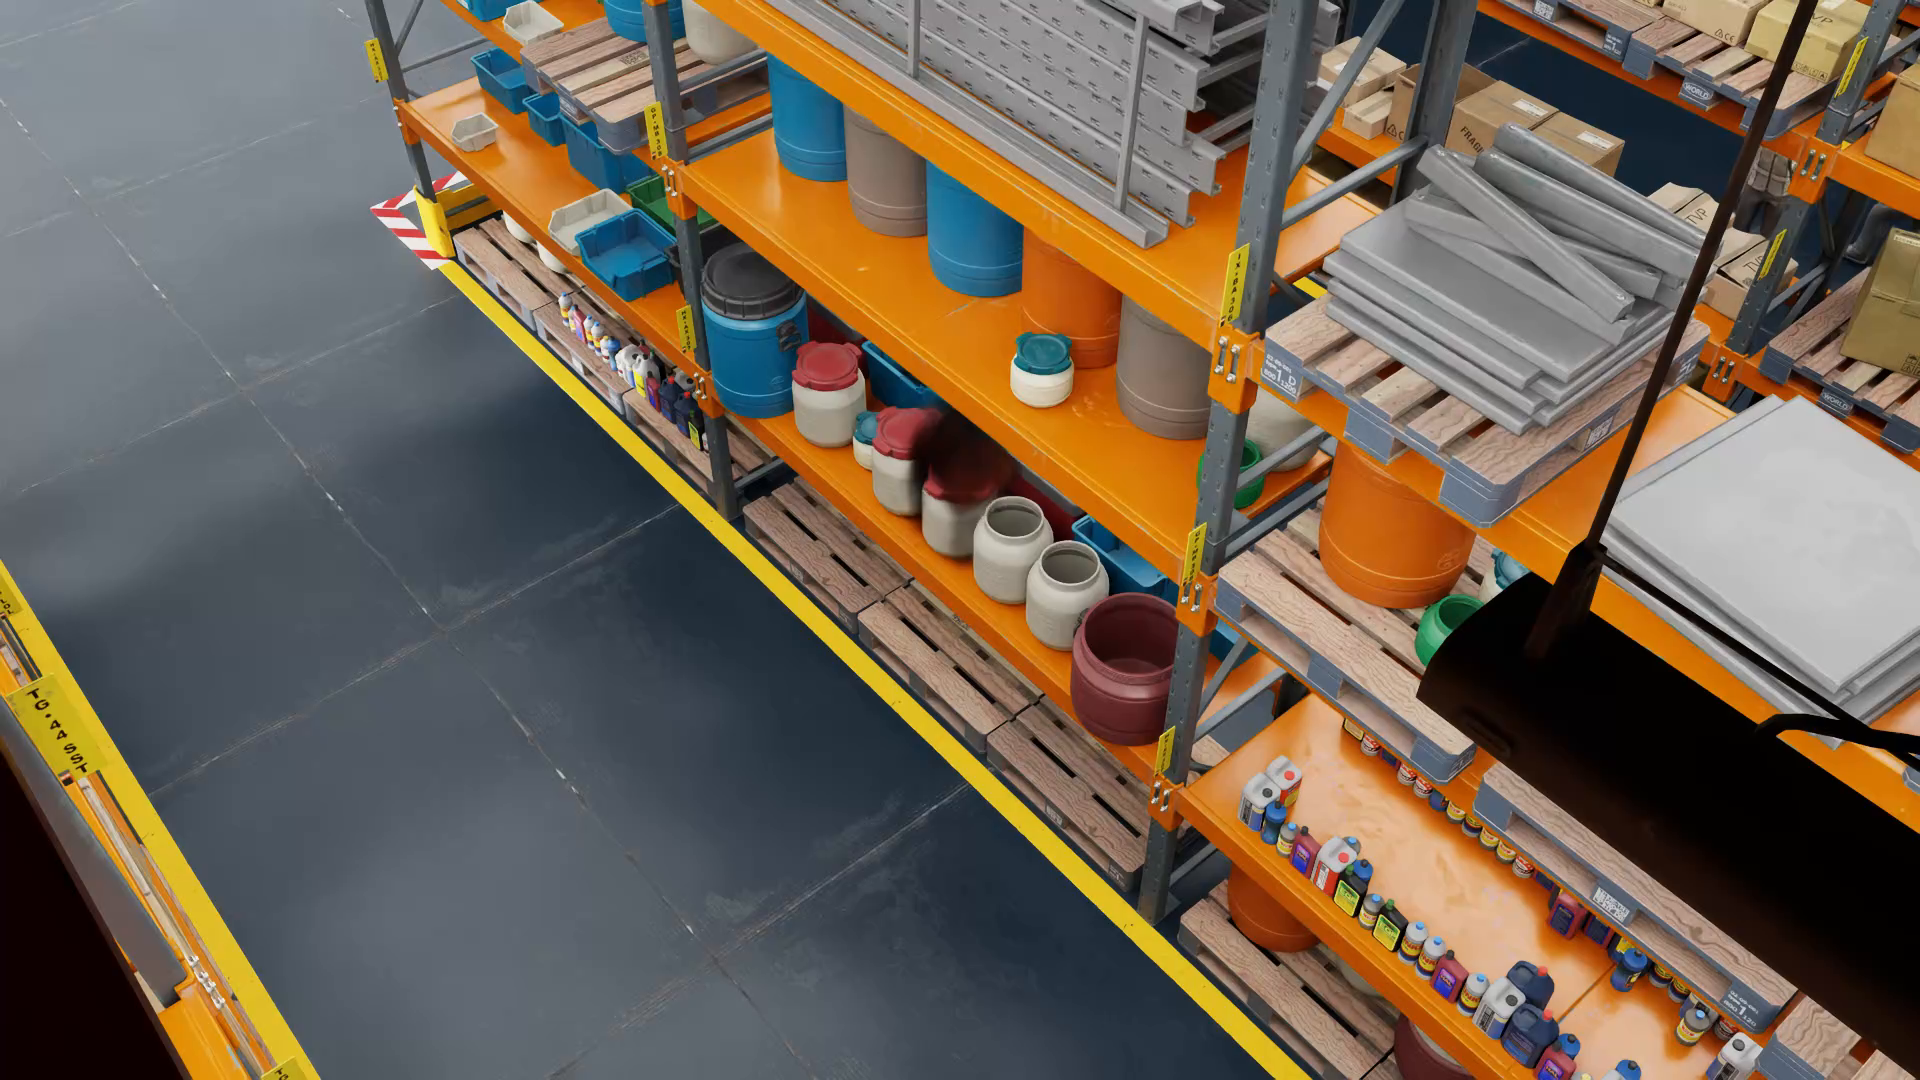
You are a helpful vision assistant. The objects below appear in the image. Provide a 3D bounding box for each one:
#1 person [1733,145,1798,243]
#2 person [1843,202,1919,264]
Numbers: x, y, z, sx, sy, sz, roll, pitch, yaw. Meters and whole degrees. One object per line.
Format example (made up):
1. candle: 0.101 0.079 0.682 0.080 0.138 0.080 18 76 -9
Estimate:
1. person: 5.964 -2.552 12.260 0.493 1.716 0.353 30 53 25
2. person: 7.231 -2.614 12.372 0.416 1.577 0.957 -29 53 -25
